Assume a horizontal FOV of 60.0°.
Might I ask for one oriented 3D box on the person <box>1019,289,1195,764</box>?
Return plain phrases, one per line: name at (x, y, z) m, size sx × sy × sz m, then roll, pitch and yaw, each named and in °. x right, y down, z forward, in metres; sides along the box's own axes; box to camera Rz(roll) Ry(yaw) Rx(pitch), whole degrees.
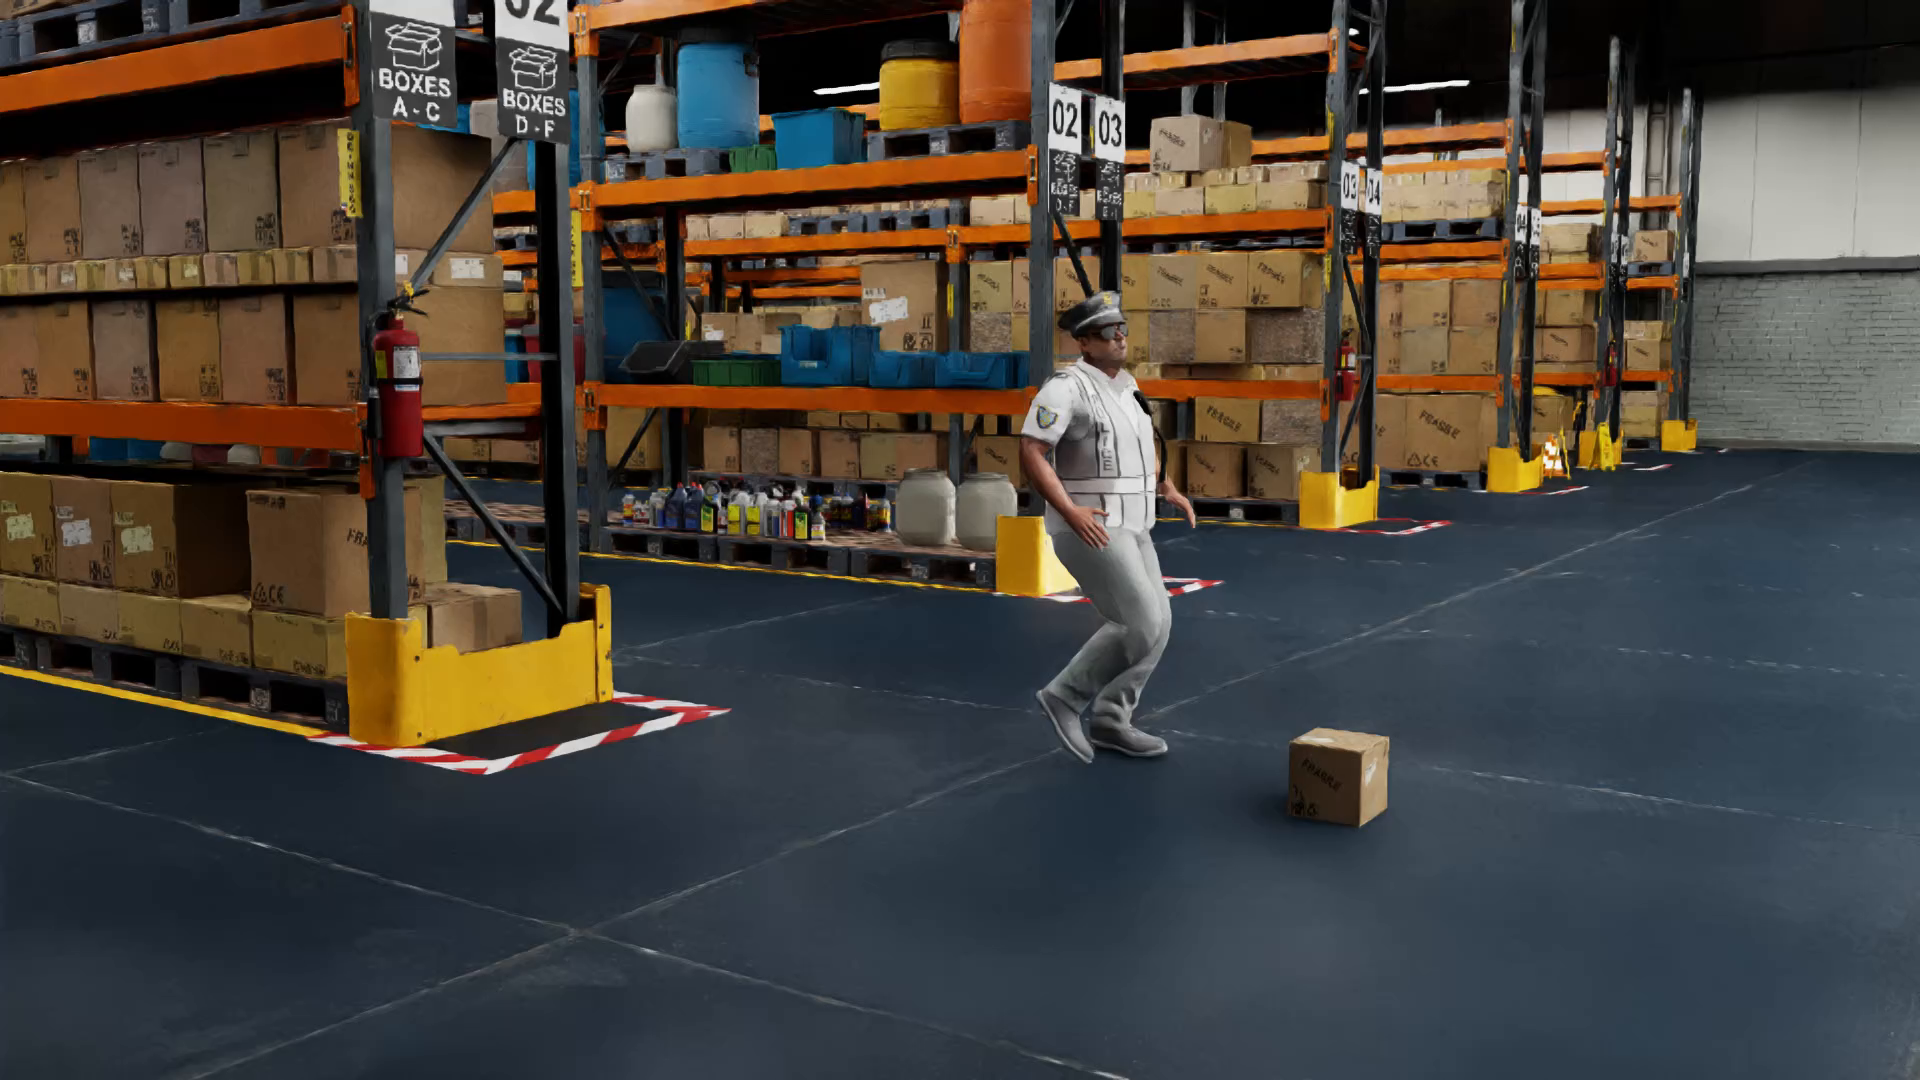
person at (0.585, -0.049, 6.217) m, size 0.515 × 1.755 × 0.721 m, roll 4°, pitch 7°, yaw 31°
